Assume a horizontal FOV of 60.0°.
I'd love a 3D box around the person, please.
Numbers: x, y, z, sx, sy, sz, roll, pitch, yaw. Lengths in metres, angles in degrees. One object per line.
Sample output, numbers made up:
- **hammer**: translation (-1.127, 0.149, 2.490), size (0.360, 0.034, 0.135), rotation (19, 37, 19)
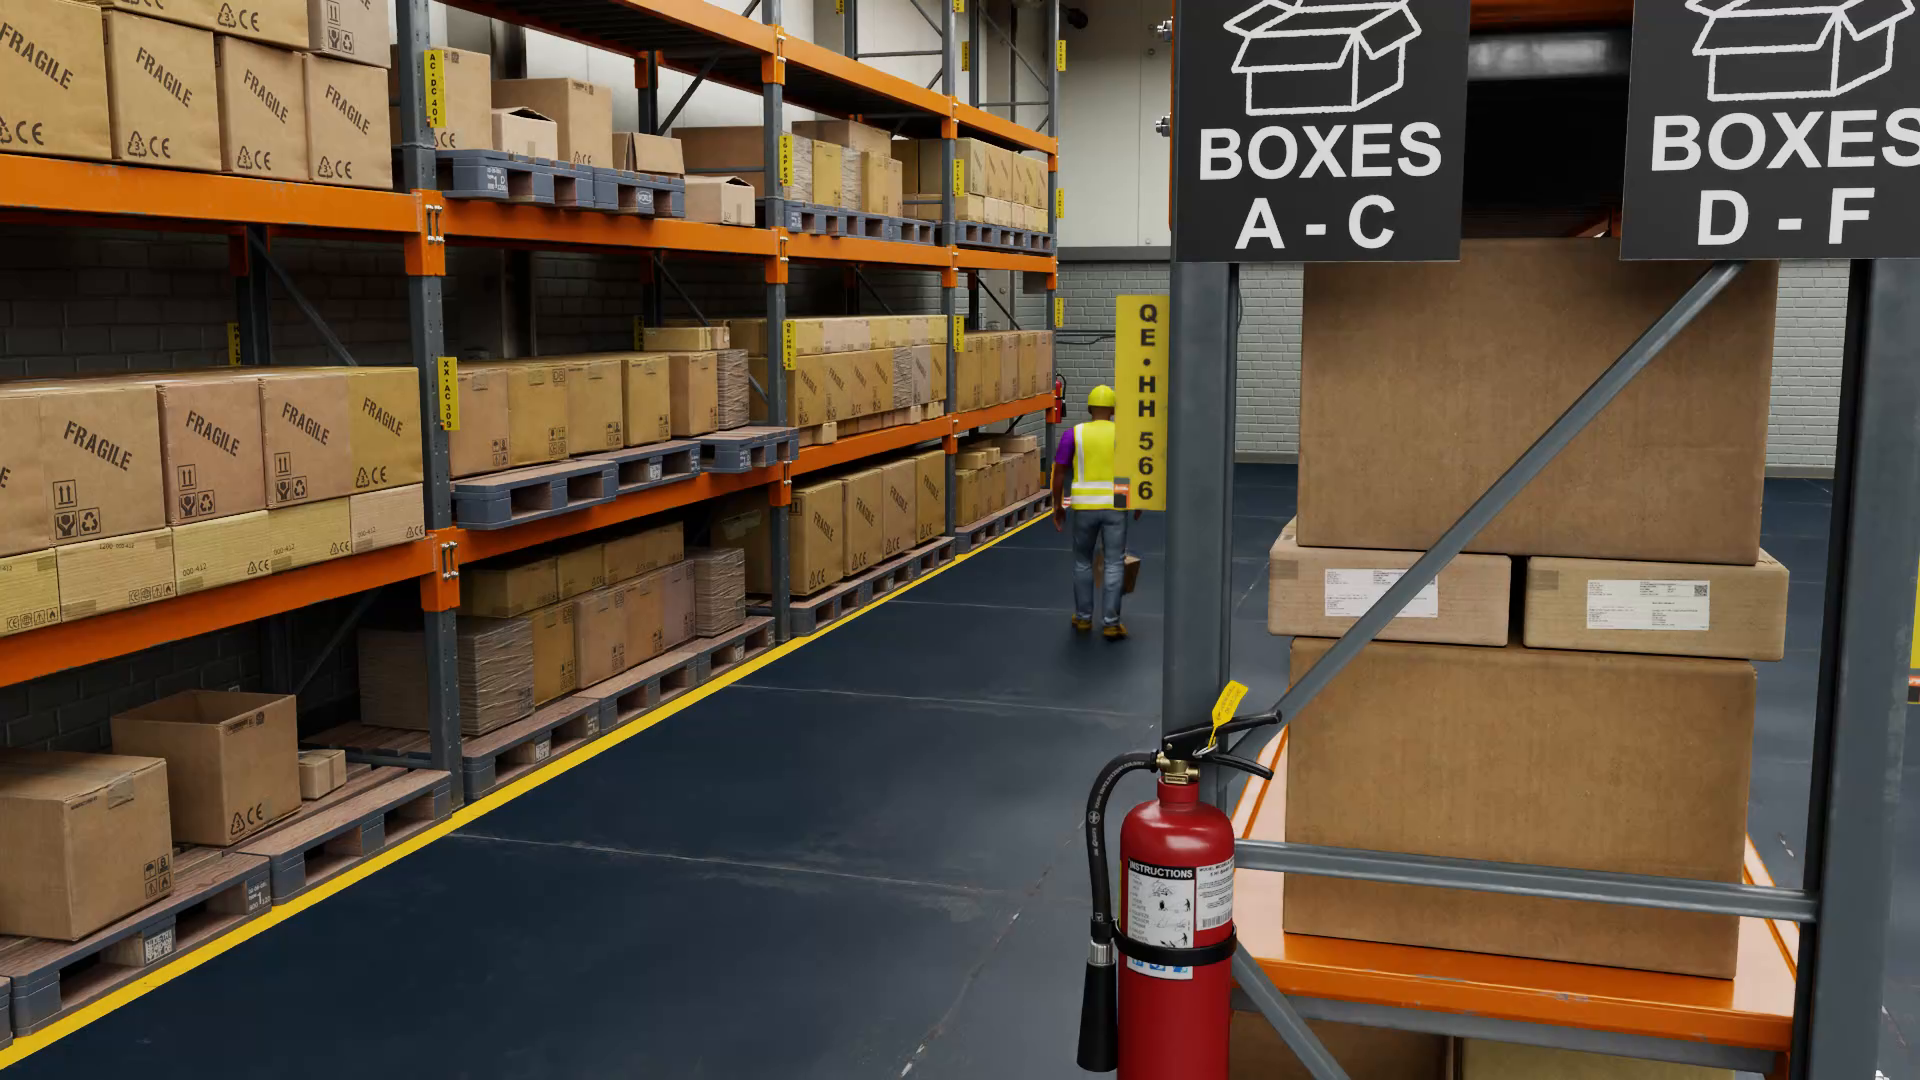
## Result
- **person**: translation (0.989, -0.212, 11.741), size (0.670, 1.747, 0.688), rotation (1, 8, 8)
